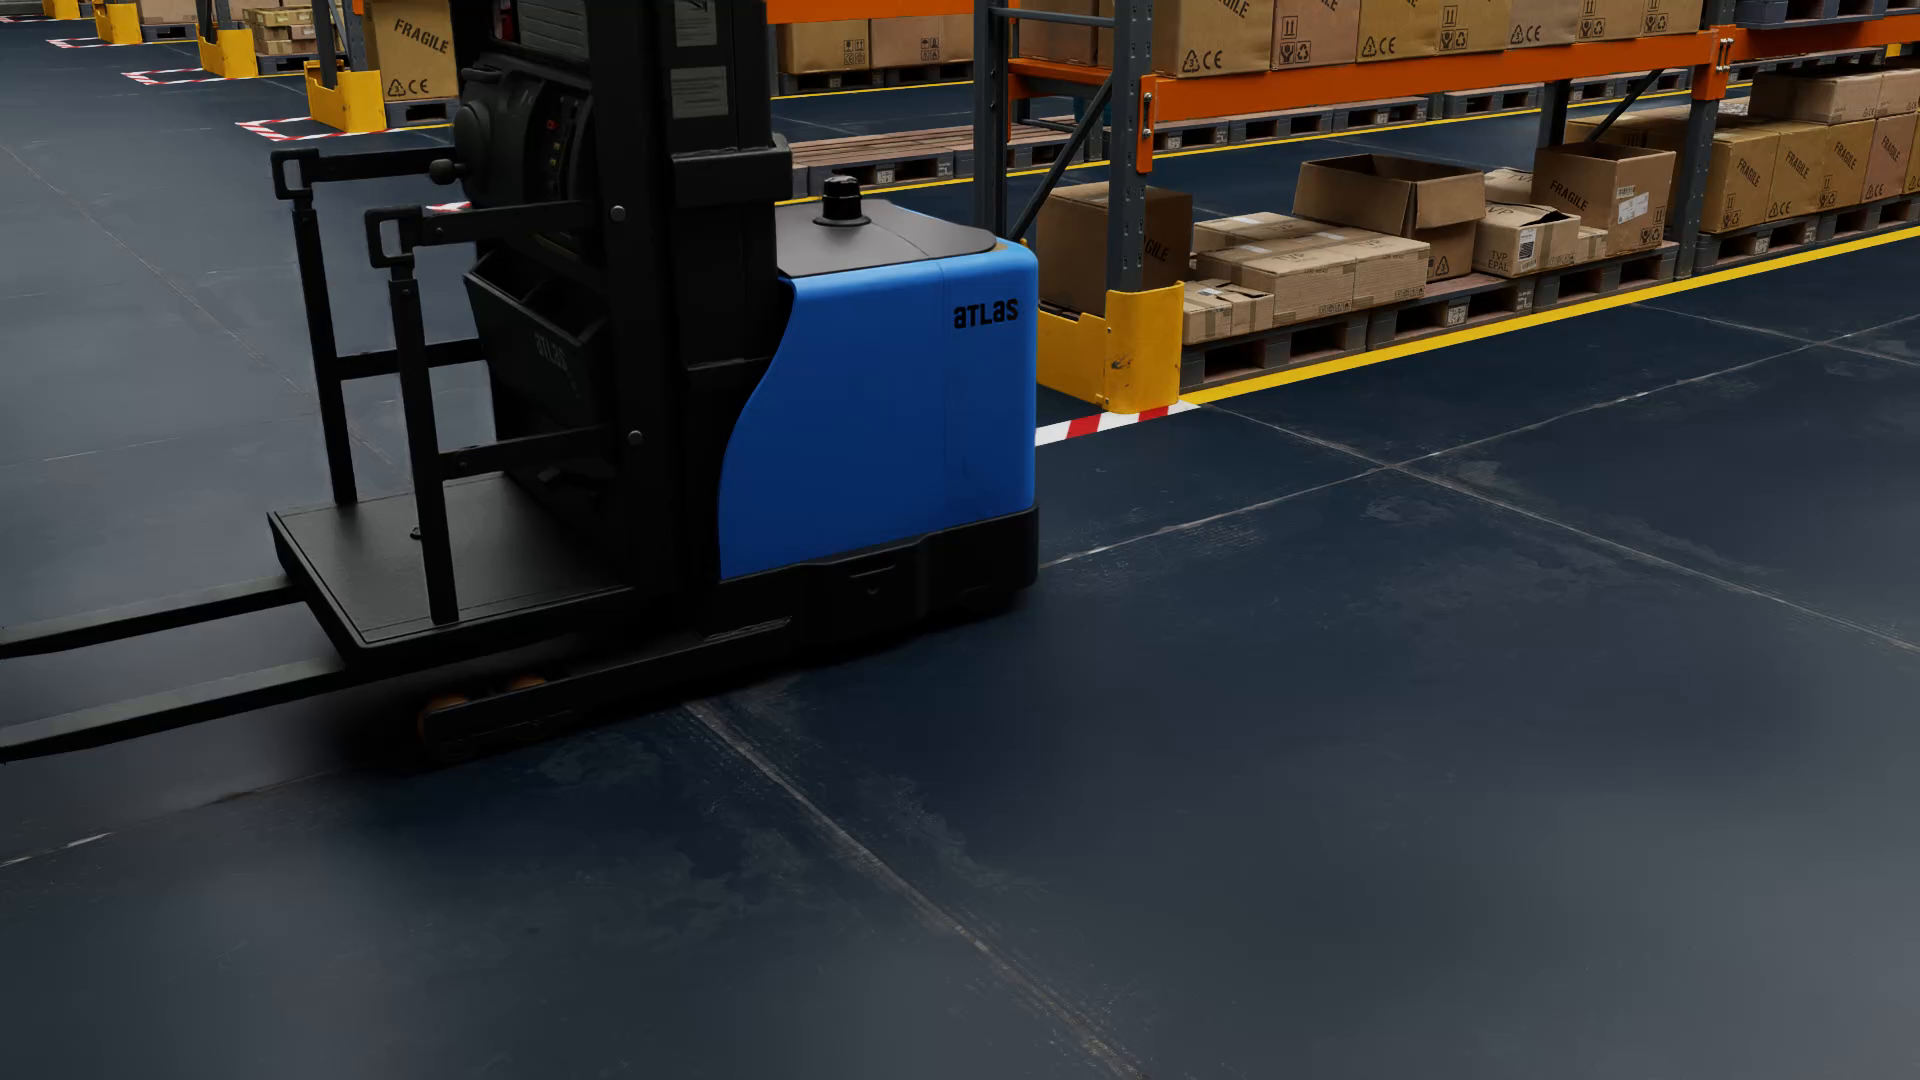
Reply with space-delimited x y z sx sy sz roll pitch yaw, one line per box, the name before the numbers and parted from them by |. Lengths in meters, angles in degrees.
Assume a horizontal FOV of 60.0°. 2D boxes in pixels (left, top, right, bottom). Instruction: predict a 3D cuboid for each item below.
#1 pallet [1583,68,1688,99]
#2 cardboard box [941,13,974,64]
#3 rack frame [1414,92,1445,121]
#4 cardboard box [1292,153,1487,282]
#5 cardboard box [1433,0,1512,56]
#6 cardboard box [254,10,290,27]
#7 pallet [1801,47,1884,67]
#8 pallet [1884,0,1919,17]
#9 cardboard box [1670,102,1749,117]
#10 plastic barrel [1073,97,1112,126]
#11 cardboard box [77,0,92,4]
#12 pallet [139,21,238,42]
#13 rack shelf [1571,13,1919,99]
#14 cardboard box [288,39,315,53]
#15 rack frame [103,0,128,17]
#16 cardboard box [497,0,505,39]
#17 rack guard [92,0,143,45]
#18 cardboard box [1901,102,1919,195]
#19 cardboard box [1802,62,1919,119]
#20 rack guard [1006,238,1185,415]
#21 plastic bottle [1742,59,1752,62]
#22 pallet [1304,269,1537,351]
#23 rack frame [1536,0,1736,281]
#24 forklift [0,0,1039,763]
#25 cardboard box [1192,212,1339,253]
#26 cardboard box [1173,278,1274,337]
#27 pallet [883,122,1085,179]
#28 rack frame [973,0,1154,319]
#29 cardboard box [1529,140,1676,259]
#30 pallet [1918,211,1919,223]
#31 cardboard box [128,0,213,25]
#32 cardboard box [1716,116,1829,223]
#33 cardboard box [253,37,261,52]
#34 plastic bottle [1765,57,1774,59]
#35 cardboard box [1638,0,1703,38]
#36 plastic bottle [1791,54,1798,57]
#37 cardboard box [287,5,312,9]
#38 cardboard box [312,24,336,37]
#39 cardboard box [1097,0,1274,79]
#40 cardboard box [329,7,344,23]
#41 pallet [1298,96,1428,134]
pallet | 6.632 -4.702 16.990 1.213 0.211 1.003 -15 26 -33
cardboard box | -0.193 -5.678 17.972 0.875 0.875 1.225 -15 26 -33
rack frame | 4.000 -5.313 14.759 0.127 3.000 1.000 -15 26 -33
cardboard box | 2.121 -1.593 8.211 0.637 0.503 0.797 -15 26 -33
cardboard box | 2.142 -2.483 7.530 0.500 0.500 0.500 -15 26 -32
cardboard box | -7.578 -5.744 18.316 0.250 0.149 0.380 -16 27 -35
pallet | 9.797 -5.545 19.101 1.213 0.211 1.003 -15 26 -33
pallet | 5.314 -3.311 9.999 1.213 0.211 1.003 -15 26 -33
cardboard box | 4.689 -2.406 10.251 0.500 0.500 0.500 -15 26 -32
plastic barrel | 1.205 -3.781 13.182 0.708 0.901 0.600 -15 26 -33
cardboard box | -13.524 -8.685 26.010 0.637 0.503 0.797 -16 27 -35
pallet | -10.571 -6.955 22.634 1.213 0.211 1.003 -15 26 -33
rack shelf | 5.266 -3.055 10.071 4.000 0.370 1.077 -15 26 -33
cardboard box | -7.424 -5.555 18.645 0.250 0.149 0.380 -15 26 -33
rack frame | -11.174 -8.053 21.625 0.127 3.000 1.000 -15 26 -33
cardboard box | -4.175 -4.640 15.370 0.875 0.875 0.875 -15 26 -33
rack guard | -11.194 -6.887 22.075 0.348 0.500 1.175 -15 26 -33
cardboard box | 5.847 -2.481 10.439 0.500 0.500 0.500 -16 27 -35
cardboard box | 5.396 -2.705 9.989 0.500 0.250 0.500 -16 26 -34
rack guard | 0.458 -0.946 7.187 0.348 0.500 1.175 -15 26 -33
plastic bottle | 8.298 -5.244 17.565 0.185 0.351 0.144 -16 27 -35
pallet | 2.094 -1.247 8.332 1.213 0.211 1.003 -15 26 -33
rack frame | 3.643 -2.957 8.852 0.127 3.000 1.000 -15 26 -33
forklift | -1.285 -1.037 4.134 3.031 2.935 1.130 -13 25 -30
cardboard box | 1.482 -1.406 8.084 0.500 0.250 0.500 -15 26 -33
cardboard box | 1.139 -1.021 7.230 0.250 0.166 0.380 -15 26 -33
pallet | 0.179 -2.982 12.678 1.213 0.211 1.003 -15 26 -33
rack frame | 0.396 -2.091 6.683 0.127 3.000 1.000 -15 26 -33
cardboard box | 3.346 -1.791 8.711 0.500 0.500 0.500 -15 26 -33
pallet | 6.262 -2.377 11.162 1.213 0.211 1.003 -15 26 -33
cardboard box | -10.697 -7.231 22.455 0.875 0.438 0.875 -16 27 -35
cardboard box | 4.604 -2.150 9.610 0.500 0.500 0.500 -14 26 -32
cardboard box | -7.896 -5.634 18.841 0.250 0.149 0.380 -14 26 -32
plastic bottle | 8.643 -5.336 17.796 0.185 0.351 0.144 -15 26 -33
cardboard box | 3.387 -2.818 8.369 0.500 0.500 0.500 -14 26 -32
plastic bottle | 9.039 -5.409 18.078 0.135 0.276 0.152 -15 26 -32
cardboard box | -7.546 -6.055 19.095 0.250 0.149 0.380 -16 27 -34
cardboard box | -7.224 -5.753 18.739 0.250 0.149 0.380 -15 26 -32
cardboard box | 0.910 -2.154 6.706 0.500 0.500 0.500 -14 26 -32
cardboard box | -6.992 -5.935 18.793 0.250 0.149 0.380 -16 27 -35
pallet | 3.384 -3.835 14.816 1.213 0.211 1.003 -15 26 -33
